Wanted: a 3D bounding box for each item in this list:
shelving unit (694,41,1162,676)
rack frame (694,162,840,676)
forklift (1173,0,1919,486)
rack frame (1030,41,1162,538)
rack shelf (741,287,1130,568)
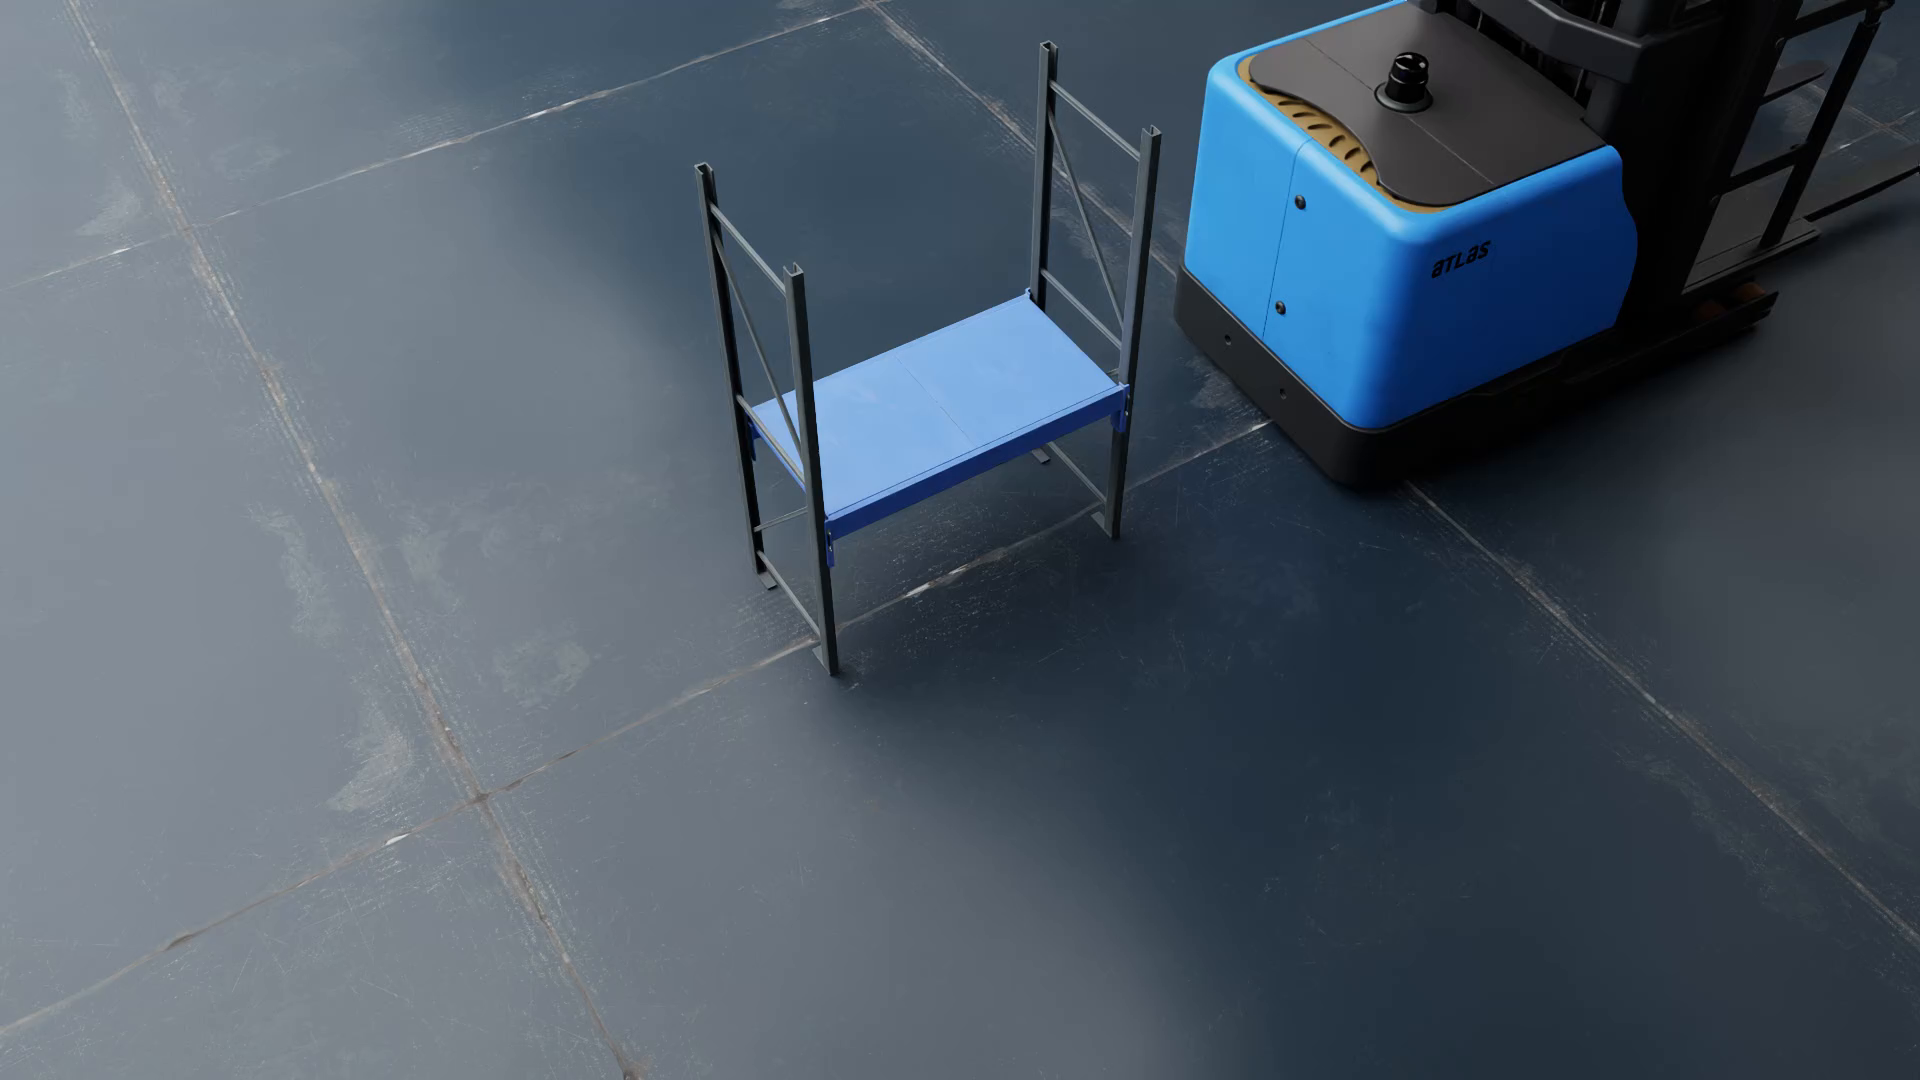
[{"bbox_3d":[-0.072,-0.465,4.660,1.048,1.500,0.538,-25,53,-21],"label":"shelving unit"},{"bbox_3d":[-0.502,-0.262,4.479,0.032,1.500,0.500,-25,53,-21],"label":"rack frame"},{"bbox_3d":[2.287,-1.971,5.042,3.031,2.935,1.130,-23,52,-19],"label":"forklift"},{"bbox_3d":[0.358,-0.667,4.840,0.032,1.500,0.500,-25,53,-21],"label":"rack frame"},{"bbox_3d":[-0.072,-0.345,4.794,1.000,0.185,0.538,-25,53,-21],"label":"rack shelf"}]
